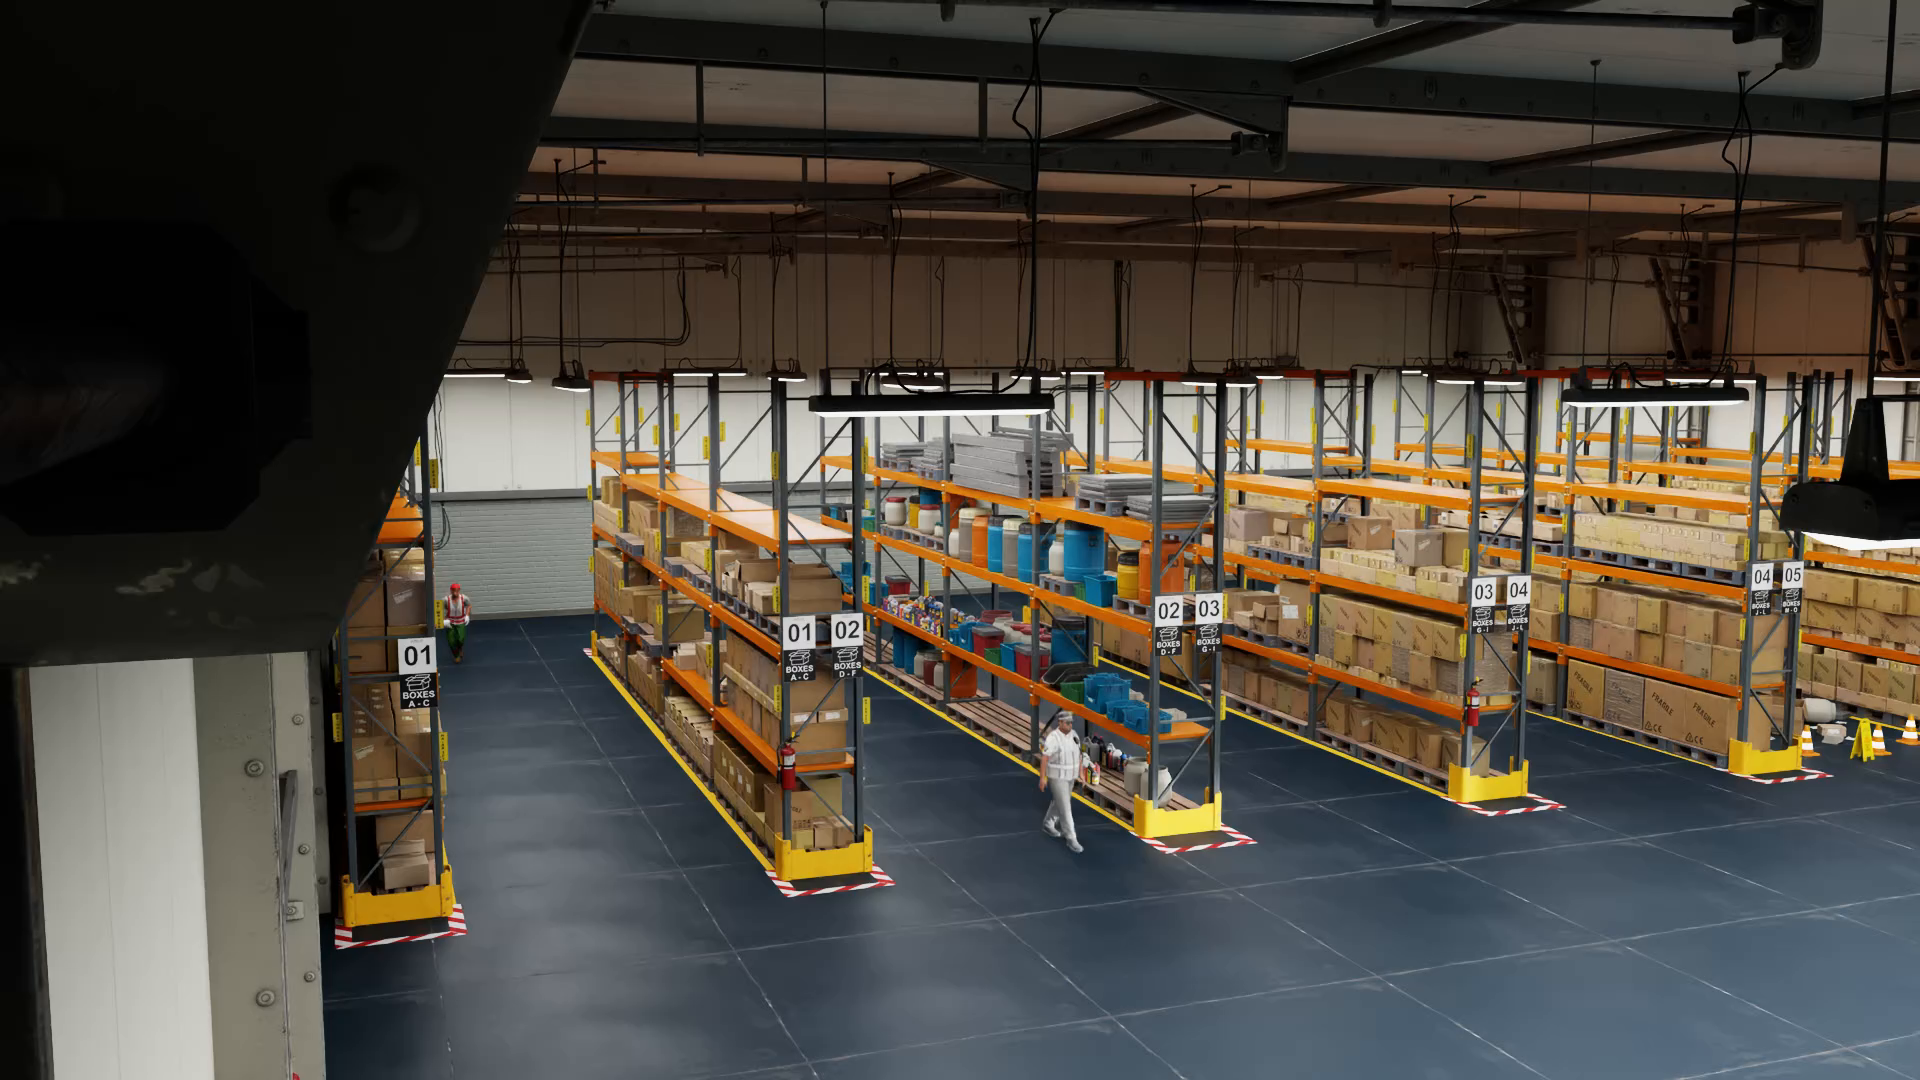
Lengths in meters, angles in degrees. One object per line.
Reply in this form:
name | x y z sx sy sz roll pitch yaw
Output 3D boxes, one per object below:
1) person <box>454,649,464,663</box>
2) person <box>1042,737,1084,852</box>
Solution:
person | -10.347 2.315 34.312 0.202 0.411 0.307 -2 7 -13
person | 1.362 3.236 21.525 0.933 1.370 0.536 6 9 43
